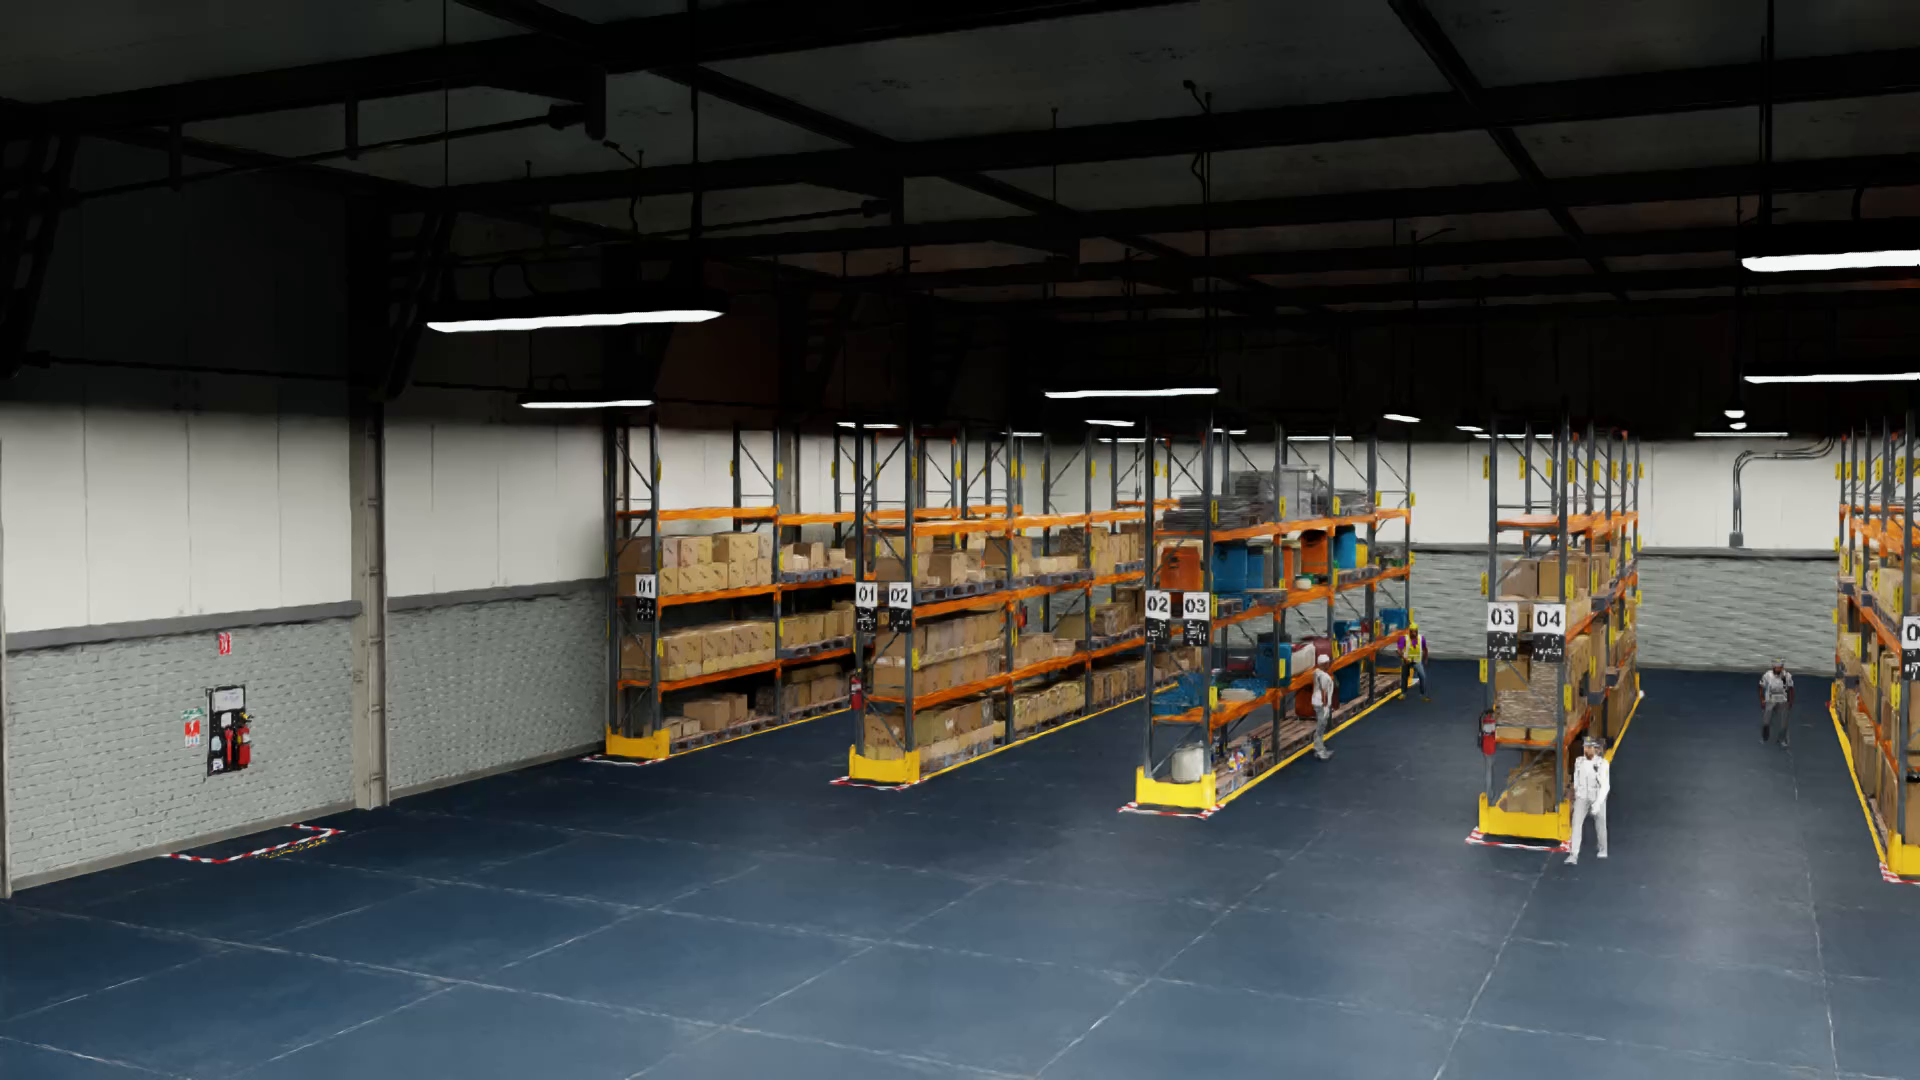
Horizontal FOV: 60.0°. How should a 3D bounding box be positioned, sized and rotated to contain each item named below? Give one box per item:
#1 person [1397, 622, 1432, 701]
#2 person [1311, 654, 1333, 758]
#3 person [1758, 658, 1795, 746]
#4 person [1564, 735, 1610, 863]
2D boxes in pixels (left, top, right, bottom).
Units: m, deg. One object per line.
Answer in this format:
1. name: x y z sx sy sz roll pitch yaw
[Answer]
1. person: 9.814 2.625 36.073 0.708 1.701 0.797 0 2 5
2. person: 6.326 2.870 28.931 0.412 1.788 0.656 0 2 3
3. person: 14.770 2.928 30.113 0.578 1.629 0.532 1 3 23
4. person: 8.026 3.284 21.152 0.481 1.616 0.997 2 3 35
